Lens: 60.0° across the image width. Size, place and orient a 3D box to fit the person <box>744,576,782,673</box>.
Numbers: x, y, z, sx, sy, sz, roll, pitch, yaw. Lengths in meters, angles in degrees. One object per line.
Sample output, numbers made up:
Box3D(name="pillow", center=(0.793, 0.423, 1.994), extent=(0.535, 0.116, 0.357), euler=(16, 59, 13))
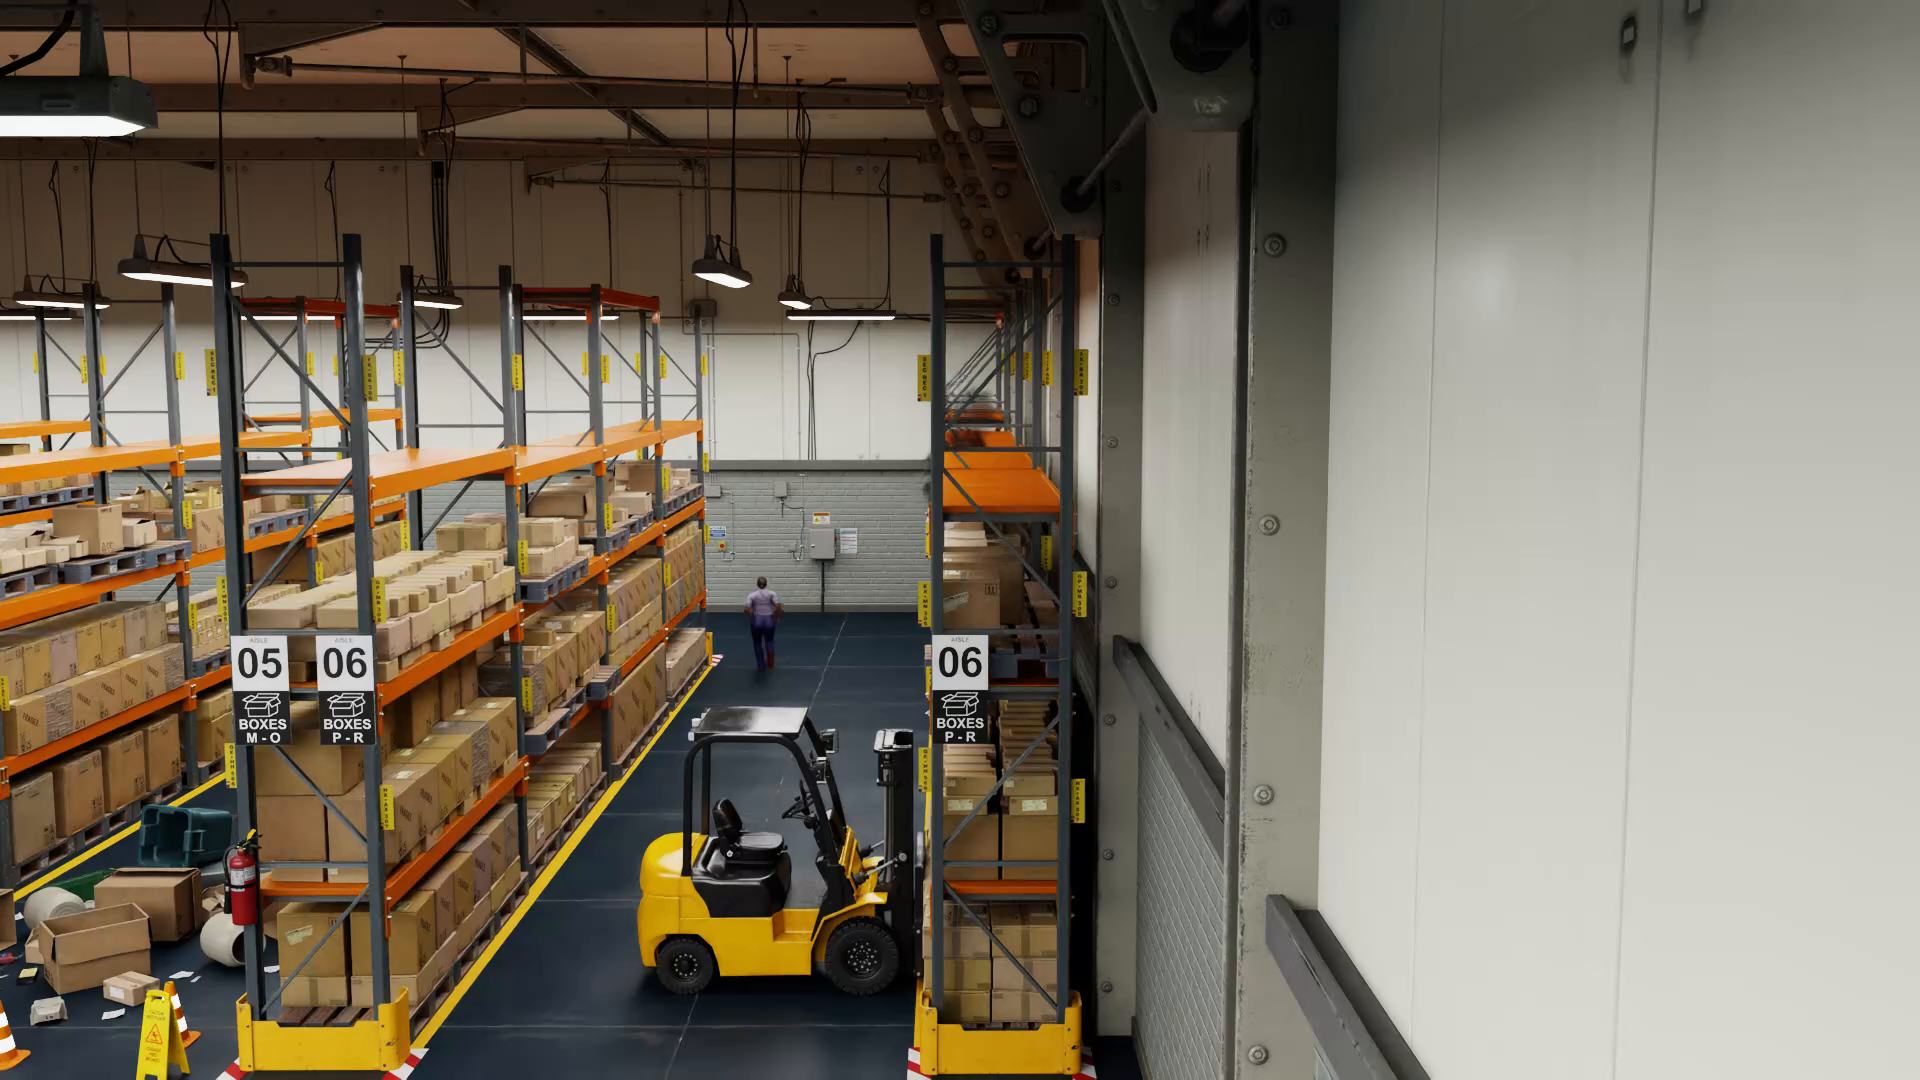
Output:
Box3D(name="person", center=(-3.218, 1.384, 27.182), extent=(0.608, 1.591, 0.549), euler=(-1, 6, -9))
